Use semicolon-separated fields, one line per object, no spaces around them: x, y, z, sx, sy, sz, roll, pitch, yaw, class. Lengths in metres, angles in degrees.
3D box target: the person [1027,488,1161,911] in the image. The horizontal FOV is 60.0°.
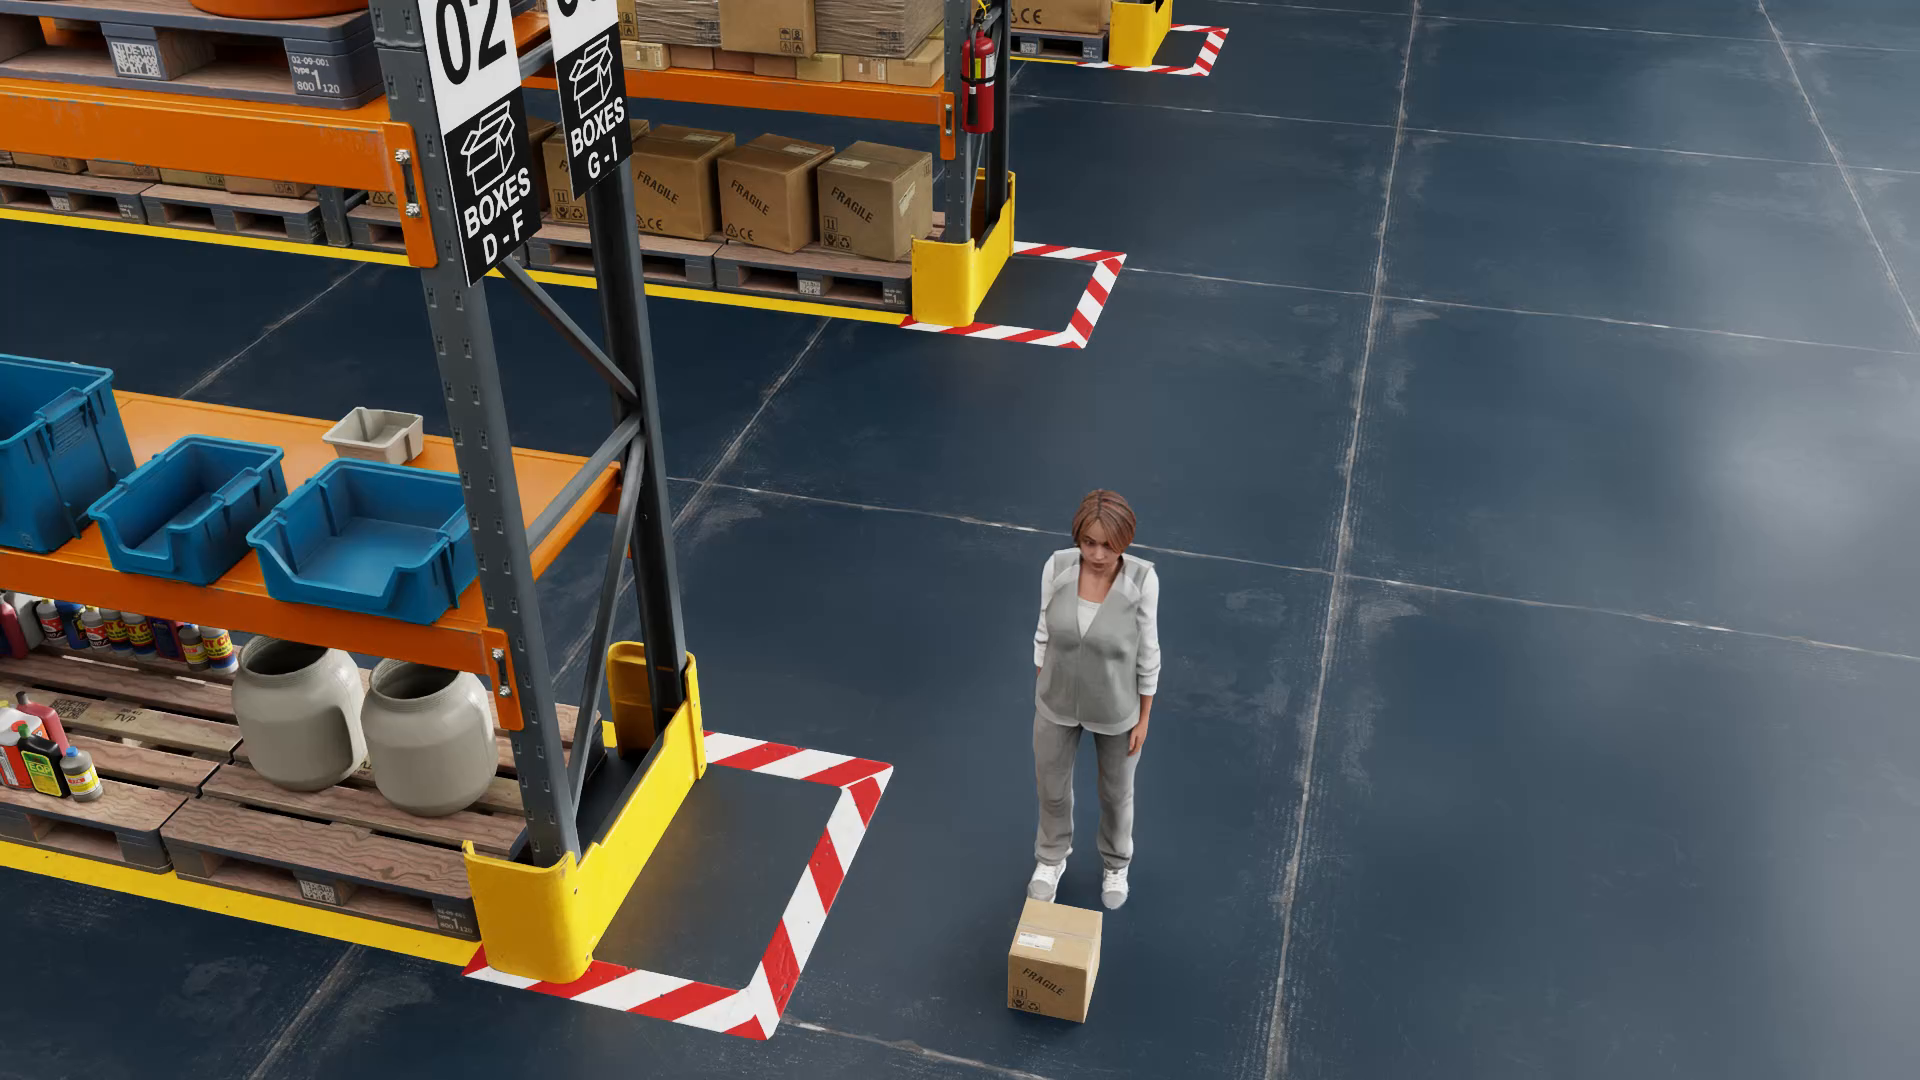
0.430;0.550;5.344;0.406;1.634;0.338;9;34;13;person
